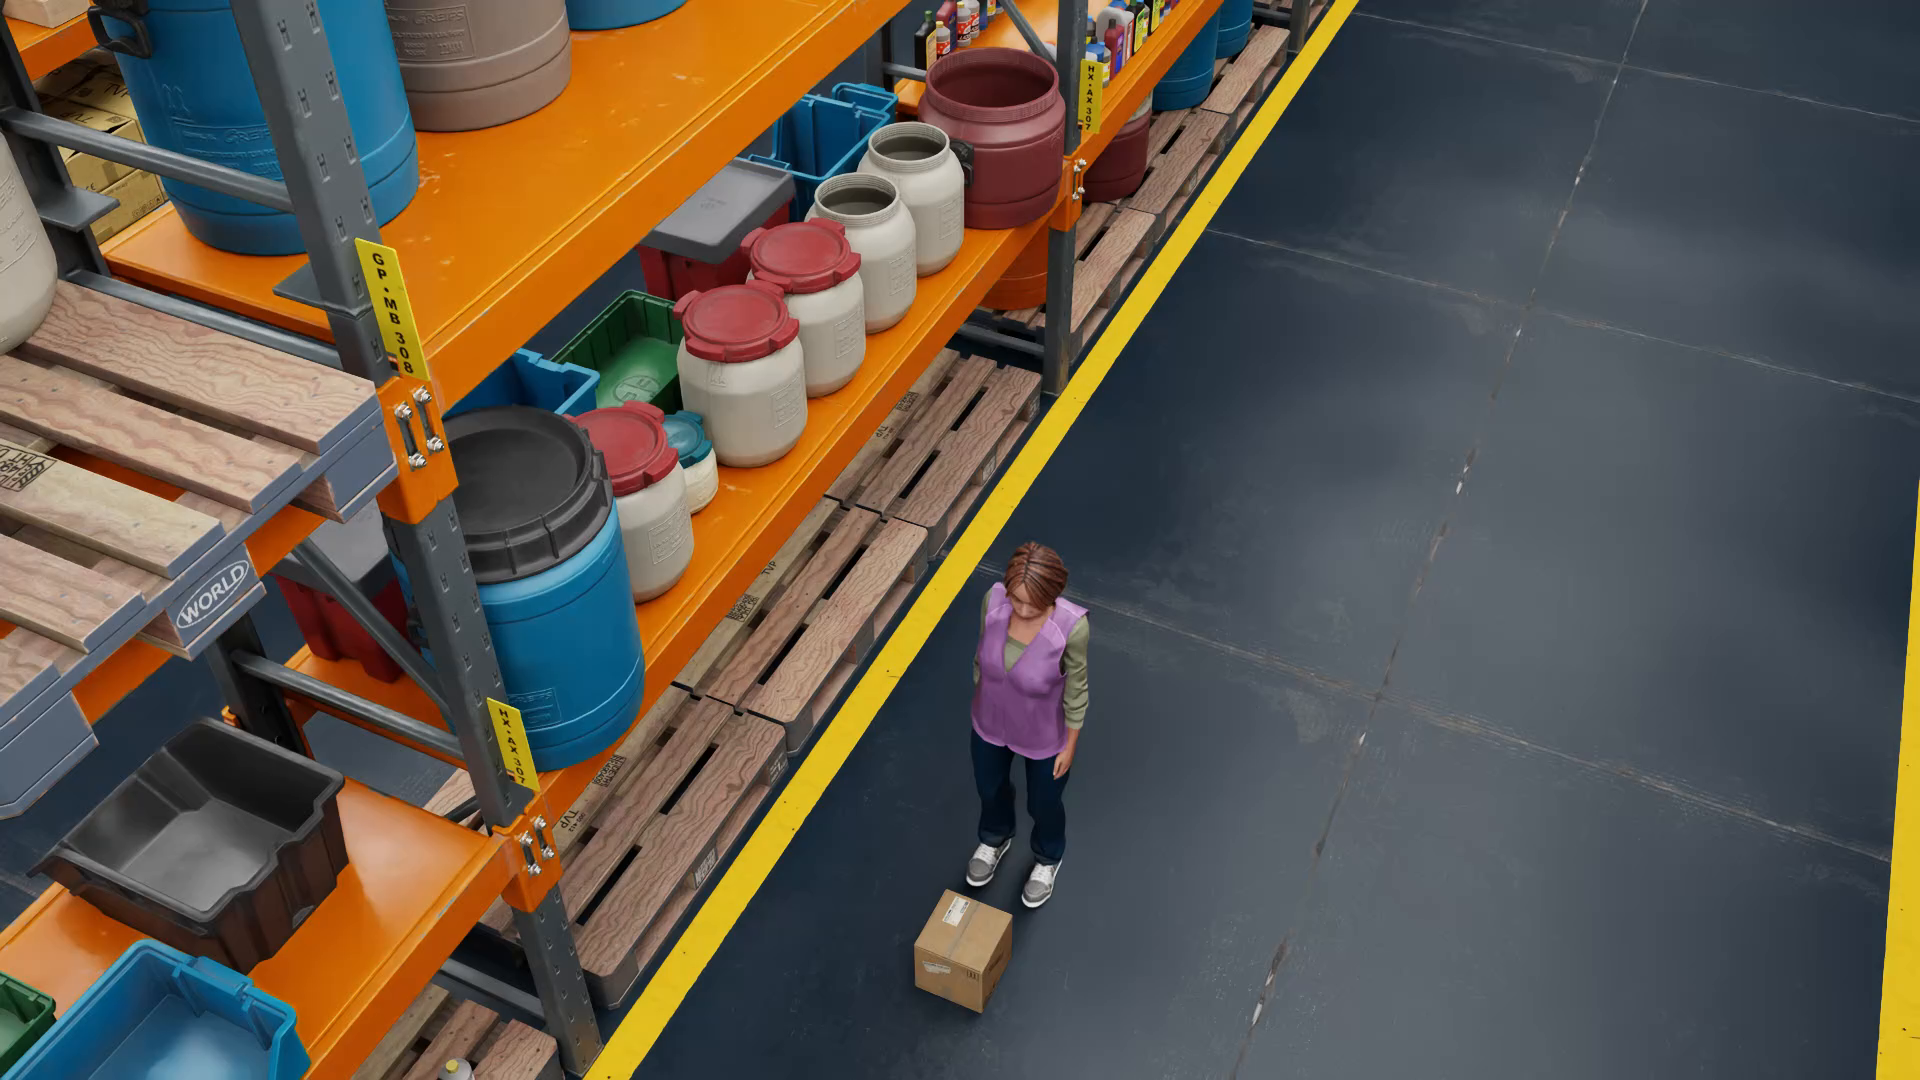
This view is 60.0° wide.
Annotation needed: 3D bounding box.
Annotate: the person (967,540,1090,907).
[{"bbox_3d":[0.225,0.625,5.502,0.407,1.582,0.304,19,46,19],"label":"person"}]
